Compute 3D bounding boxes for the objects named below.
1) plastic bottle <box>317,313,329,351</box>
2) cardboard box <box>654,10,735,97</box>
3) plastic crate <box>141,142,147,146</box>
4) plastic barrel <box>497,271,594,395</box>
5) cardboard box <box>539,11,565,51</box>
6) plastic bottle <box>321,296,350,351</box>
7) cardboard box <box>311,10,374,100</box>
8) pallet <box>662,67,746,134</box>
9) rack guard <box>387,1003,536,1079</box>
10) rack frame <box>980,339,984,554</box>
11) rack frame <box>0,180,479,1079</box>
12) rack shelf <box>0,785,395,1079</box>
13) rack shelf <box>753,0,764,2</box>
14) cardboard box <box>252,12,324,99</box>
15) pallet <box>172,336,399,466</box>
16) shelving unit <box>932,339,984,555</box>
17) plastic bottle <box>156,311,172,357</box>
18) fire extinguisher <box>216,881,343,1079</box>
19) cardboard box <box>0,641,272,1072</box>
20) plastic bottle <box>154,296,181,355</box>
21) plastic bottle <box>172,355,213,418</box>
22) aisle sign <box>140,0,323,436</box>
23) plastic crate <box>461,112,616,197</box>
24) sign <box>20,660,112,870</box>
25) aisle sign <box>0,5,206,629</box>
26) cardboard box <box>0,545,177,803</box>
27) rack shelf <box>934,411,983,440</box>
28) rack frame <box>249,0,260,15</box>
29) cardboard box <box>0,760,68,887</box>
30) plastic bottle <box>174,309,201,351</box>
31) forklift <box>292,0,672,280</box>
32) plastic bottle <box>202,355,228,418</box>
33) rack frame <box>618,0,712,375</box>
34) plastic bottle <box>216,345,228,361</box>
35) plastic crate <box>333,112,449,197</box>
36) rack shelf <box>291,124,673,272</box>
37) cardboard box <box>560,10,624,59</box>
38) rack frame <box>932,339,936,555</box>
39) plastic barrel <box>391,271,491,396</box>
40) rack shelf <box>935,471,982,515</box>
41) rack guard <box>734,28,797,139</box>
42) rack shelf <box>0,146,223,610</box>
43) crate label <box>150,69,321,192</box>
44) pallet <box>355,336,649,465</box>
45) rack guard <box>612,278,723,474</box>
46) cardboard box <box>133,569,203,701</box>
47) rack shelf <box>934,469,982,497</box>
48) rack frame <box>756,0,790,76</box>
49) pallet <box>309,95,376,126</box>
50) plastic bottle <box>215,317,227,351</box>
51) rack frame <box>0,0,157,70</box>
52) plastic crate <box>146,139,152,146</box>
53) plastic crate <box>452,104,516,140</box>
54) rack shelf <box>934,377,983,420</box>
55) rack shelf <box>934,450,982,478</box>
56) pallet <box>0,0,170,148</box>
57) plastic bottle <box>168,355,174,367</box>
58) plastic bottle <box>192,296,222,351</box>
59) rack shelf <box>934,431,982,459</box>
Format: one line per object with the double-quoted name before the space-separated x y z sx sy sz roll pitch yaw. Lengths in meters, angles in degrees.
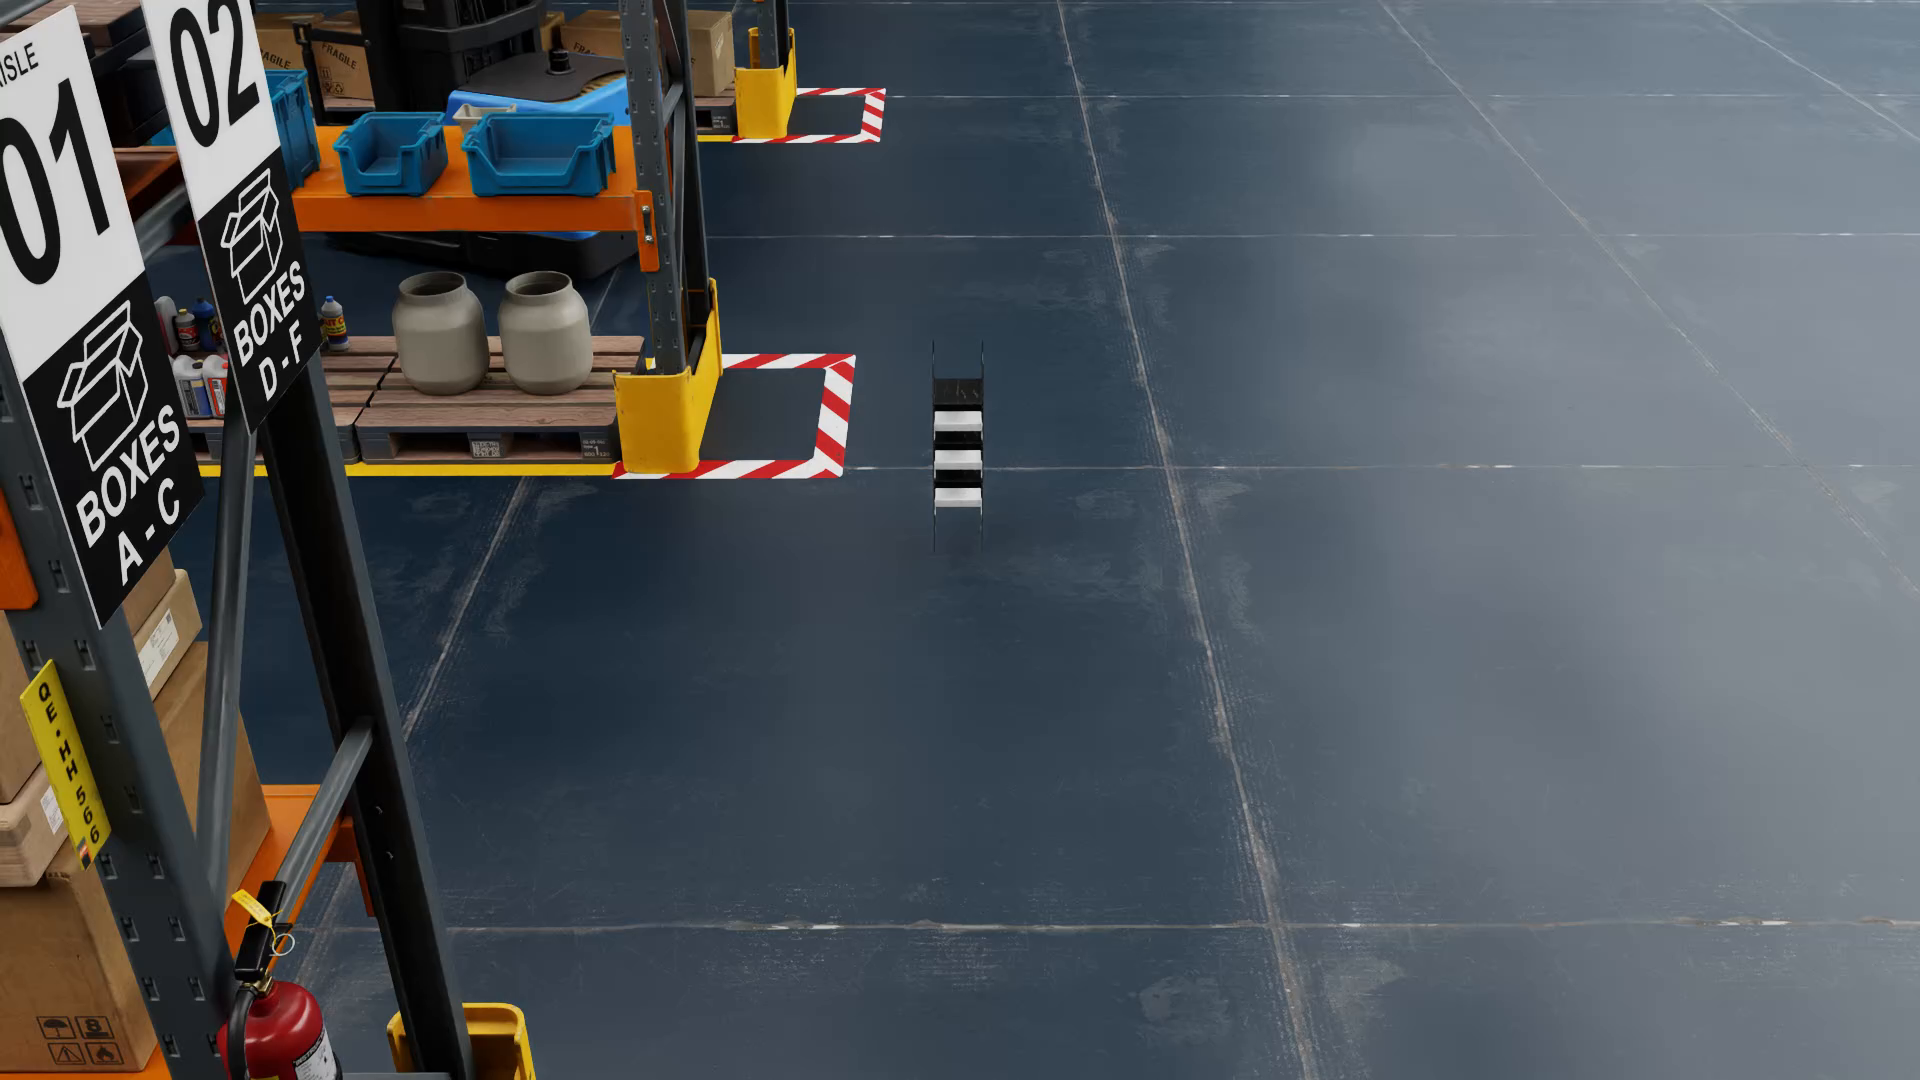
"plastic bottle" -3.253 -1.067 8.391 0.097 0.201 0.097 0 31 0
"cardboard box" -1.989 -3.607 12.307 0.500 0.500 0.500 5 32 9
"plastic crate" -3.976 -1.675 7.322 0.662 0.188 0.450 0 31 0
"plastic barrel" -1.992 -0.994 7.990 0.421 0.512 0.421 0 31 0
"cardboard box" -3.213 -3.595 12.288 0.500 0.500 0.500 3 31 4
"plastic bottle" -3.150 -1.097 8.373 0.097 0.271 0.097 0 31 0
"cardboard box" -4.392 -3.574 12.253 0.500 0.500 0.500 10 33 15
"pallet" -2.253 -3.312 12.506 1.213 0.211 1.003 0 31 0
"rack guard" -1.285 1.718 3.936 0.348 0.500 1.175 0 31 0
"rack frame" 0.094 -0.385 7.017 0.006 0.900 0.240 0 31 0
"rack frame" -1.309 0.650 3.288 0.127 3.000 1.000 0 31 0
"rack shelf" -3.309 0.963 3.464 4.000 0.370 1.077 0 31 0
"rack shelf" -3.365 -4.175 11.933 4.000 0.370 1.077 0 31 0
"cardboard box" -4.964 -3.568 12.244 0.500 0.500 0.500 -1 31 -2
"pallet" -3.440 -0.701 8.202 1.213 0.211 1.003 0 31 0
"shelving unit" -0.008 -0.385 7.017 0.210 0.900 0.258 0 31 0
"plastic bottle" -4.014 -1.030 8.251 0.133 0.283 0.061 0 31 0
"fire extinguisher" -1.188 0.923 2.911 0.183 0.674 0.296 0 31 0
"cardboard box" -1.776 0.602 3.270 0.500 0.500 0.700 0 31 0
"plastic bottle" -4.015 -1.082 8.344 0.135 0.276 0.152 0 31 1
"plastic bottle" -3.560 -0.723 7.752 0.135 0.276 0.152 -1 31 -2
"aisle sign" -1.245 -0.621 2.876 0.004 0.787 0.394 0 31 0
"plastic crate" -1.833 -1.699 7.303 0.616 0.251 0.499 0 31 0
"sign" -1.319 0.335 2.462 0.005 0.325 0.100 0 31 0
"aisle sign" -1.241 -0.310 2.363 0.004 0.787 0.394 0 31 0
"cardboard box" -1.828 0.047 2.933 0.500 0.500 0.700 0 31 0
"rack shelf" -0.008 -0.510 6.940 0.200 0.077 0.258 0 31 0
"rack frame" -5.365 -4.476 11.736 0.127 3.000 1.000 0 31 0
"cardboard box" -1.690 0.430 2.929 0.250 0.149 0.380 -1 31 -1
"plastic bottle" -3.897 -1.065 8.387 0.097 0.201 0.097 0 31 0
"forklift" -3.325 -3.228 9.744 3.031 2.935 1.130 12 33 19
"plastic bottle" -3.421 -0.724 7.753 0.135 0.276 0.152 0 31 0
"rack frame" -1.335 -1.920 7.522 0.127 3.000 1.000 0 31 0
"plastic bottle" -3.422 -0.782 7.842 0.133 0.283 0.061 0 31 0
"plastic crate" -2.483 -1.700 7.304 0.408 0.251 0.499 0 31 0
"rack shelf" -3.335 -1.606 7.699 4.000 0.370 1.077 0 31 0
"cardboard box" -2.587 -3.587 12.275 0.500 0.500 0.500 8 32 13
"rack frame" -0.110 -0.384 7.016 0.006 0.900 0.240 0 31 0
"plastic barrel" -2.494 -0.992 7.988 0.421 0.512 0.421 0 31 0
"rack shelf" -0.008 -0.202 7.127 0.200 0.077 0.258 0 31 0
"rack guard" -1.441 -3.420 12.405 0.348 0.500 1.175 0 31 0
"rack shelf" -3.309 -0.319 2.686 4.000 0.370 1.077 0 31 0
"crate label" -3.174 -1.789 7.273 0.616 0.435 0.502 0 31 0
"pallet" -2.223 -0.703 8.206 1.213 0.211 1.003 0 31 0
"rack guard" -1.410 -0.826 8.130 0.348 0.500 1.175 0 31 0
"cardboard box" -1.702 0.219 3.276 0.250 0.149 0.380 0 31 -1
"rack shelf" -0.008 -0.279 7.081 0.200 0.077 0.258 0 31 0
"rack frame" -1.365 -4.489 11.757 0.127 3.000 1.000 0 31 0
"pallet" -4.693 -3.305 12.493 1.213 0.211 1.003 0 31 0
"plastic bottle" -3.692 -1.066 8.388 0.097 0.201 0.097 0 31 0
"rack frame" -1.309 -1.915 1.731 0.127 3.000 1.000 0 31 0
"plastic crate" -3.712 -1.931 7.795 0.437 0.136 0.530 0 31 0
"plastic crate" -2.232 -1.971 7.861 0.250 0.136 0.298 0 31 0
"rack shelf" -0.008 -0.587 6.894 0.200 0.077 0.258 0 31 0
"rack shelf" -0.008 -0.356 7.034 0.200 0.077 0.258 0 31 0
"pallet" -2.016 -0.606 2.551 1.213 0.211 1.003 0 31 0
"plastic bottle" -3.725 -0.753 7.728 0.185 0.351 0.144 1 31 2
"plastic bottle" -3.795 -1.095 8.370 0.097 0.271 0.097 0 31 0
"rack shelf" -0.008 -0.433 6.987 0.200 0.077 0.258 0 31 0
